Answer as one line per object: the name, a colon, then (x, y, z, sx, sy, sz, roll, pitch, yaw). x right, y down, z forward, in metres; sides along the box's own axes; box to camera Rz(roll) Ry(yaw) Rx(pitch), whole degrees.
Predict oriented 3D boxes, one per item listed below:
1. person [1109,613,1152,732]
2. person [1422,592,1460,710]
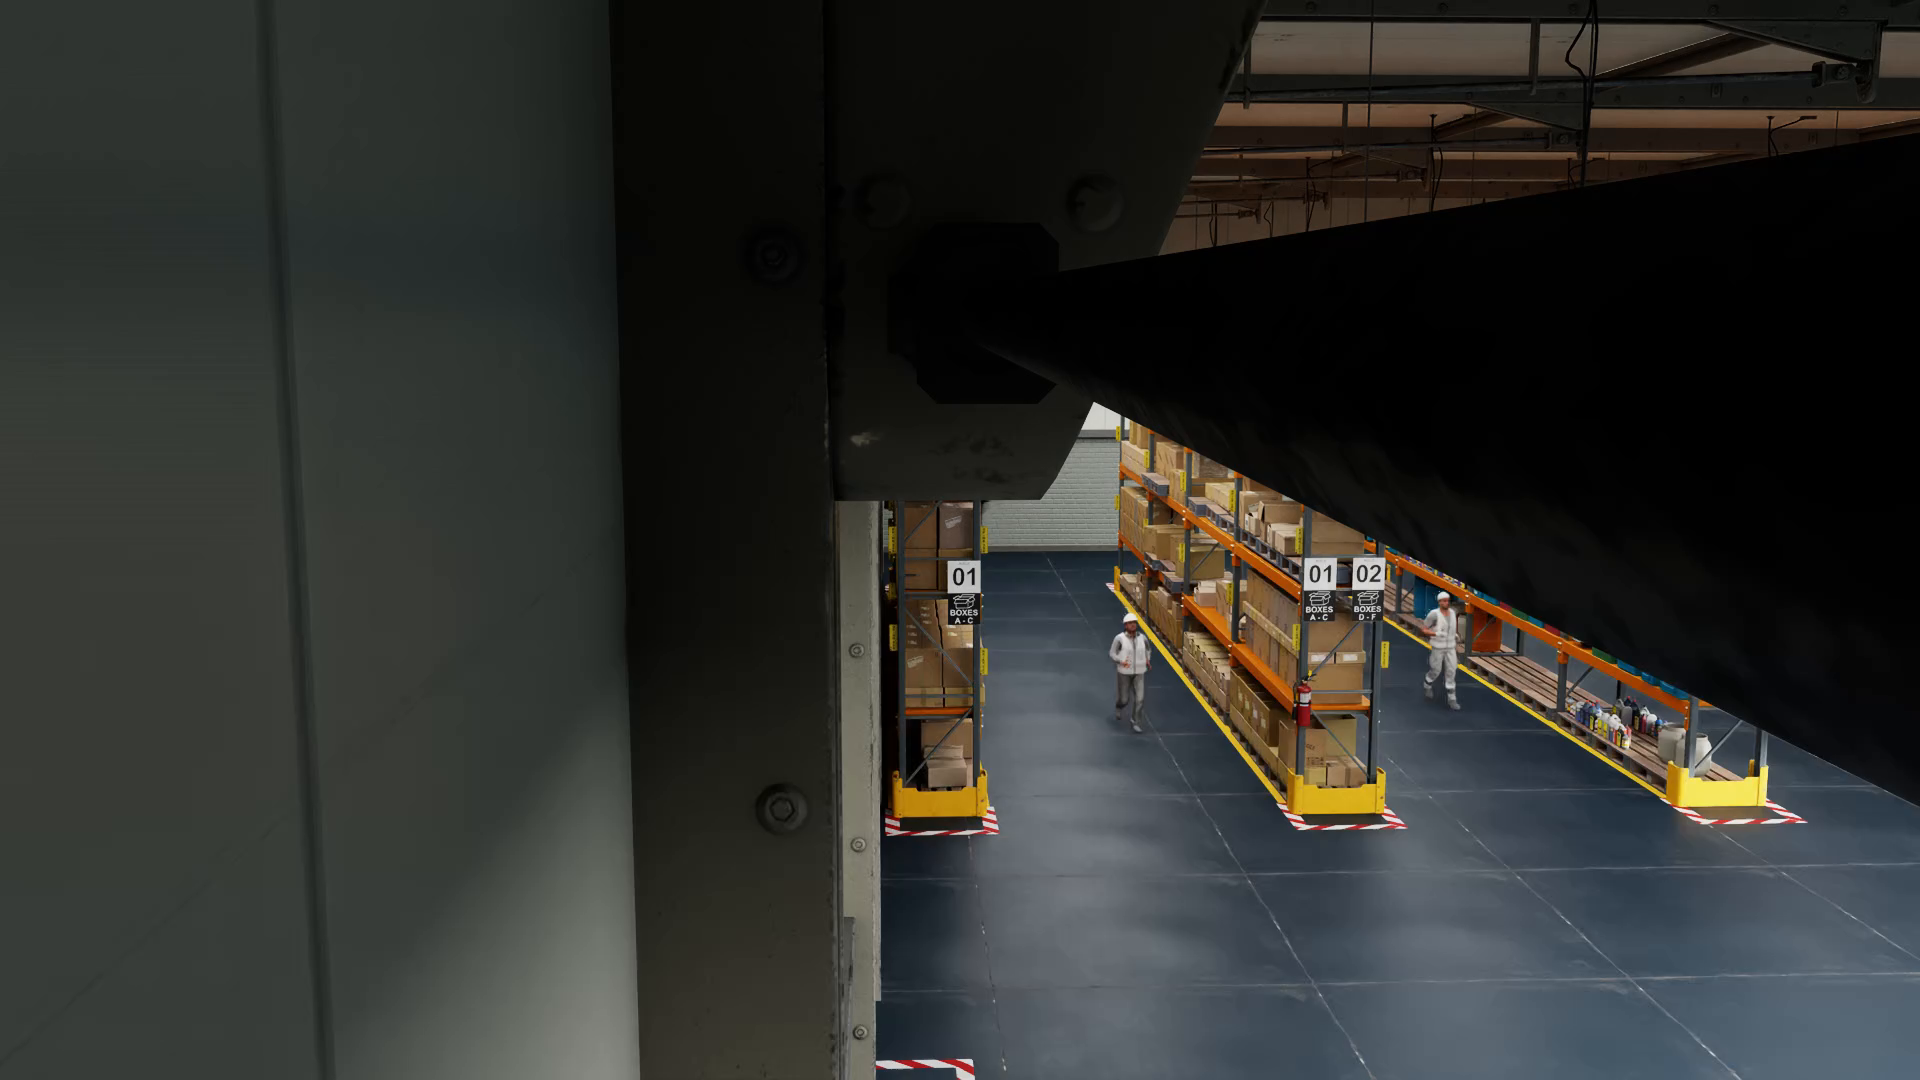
person: (2.541, 1.945, 24.605, 0.669, 1.733, 0.728, -1, 8, -10)
person: (7.531, 1.686, 25.969, 0.657, 1.776, 0.968, -2, 8, -12)
